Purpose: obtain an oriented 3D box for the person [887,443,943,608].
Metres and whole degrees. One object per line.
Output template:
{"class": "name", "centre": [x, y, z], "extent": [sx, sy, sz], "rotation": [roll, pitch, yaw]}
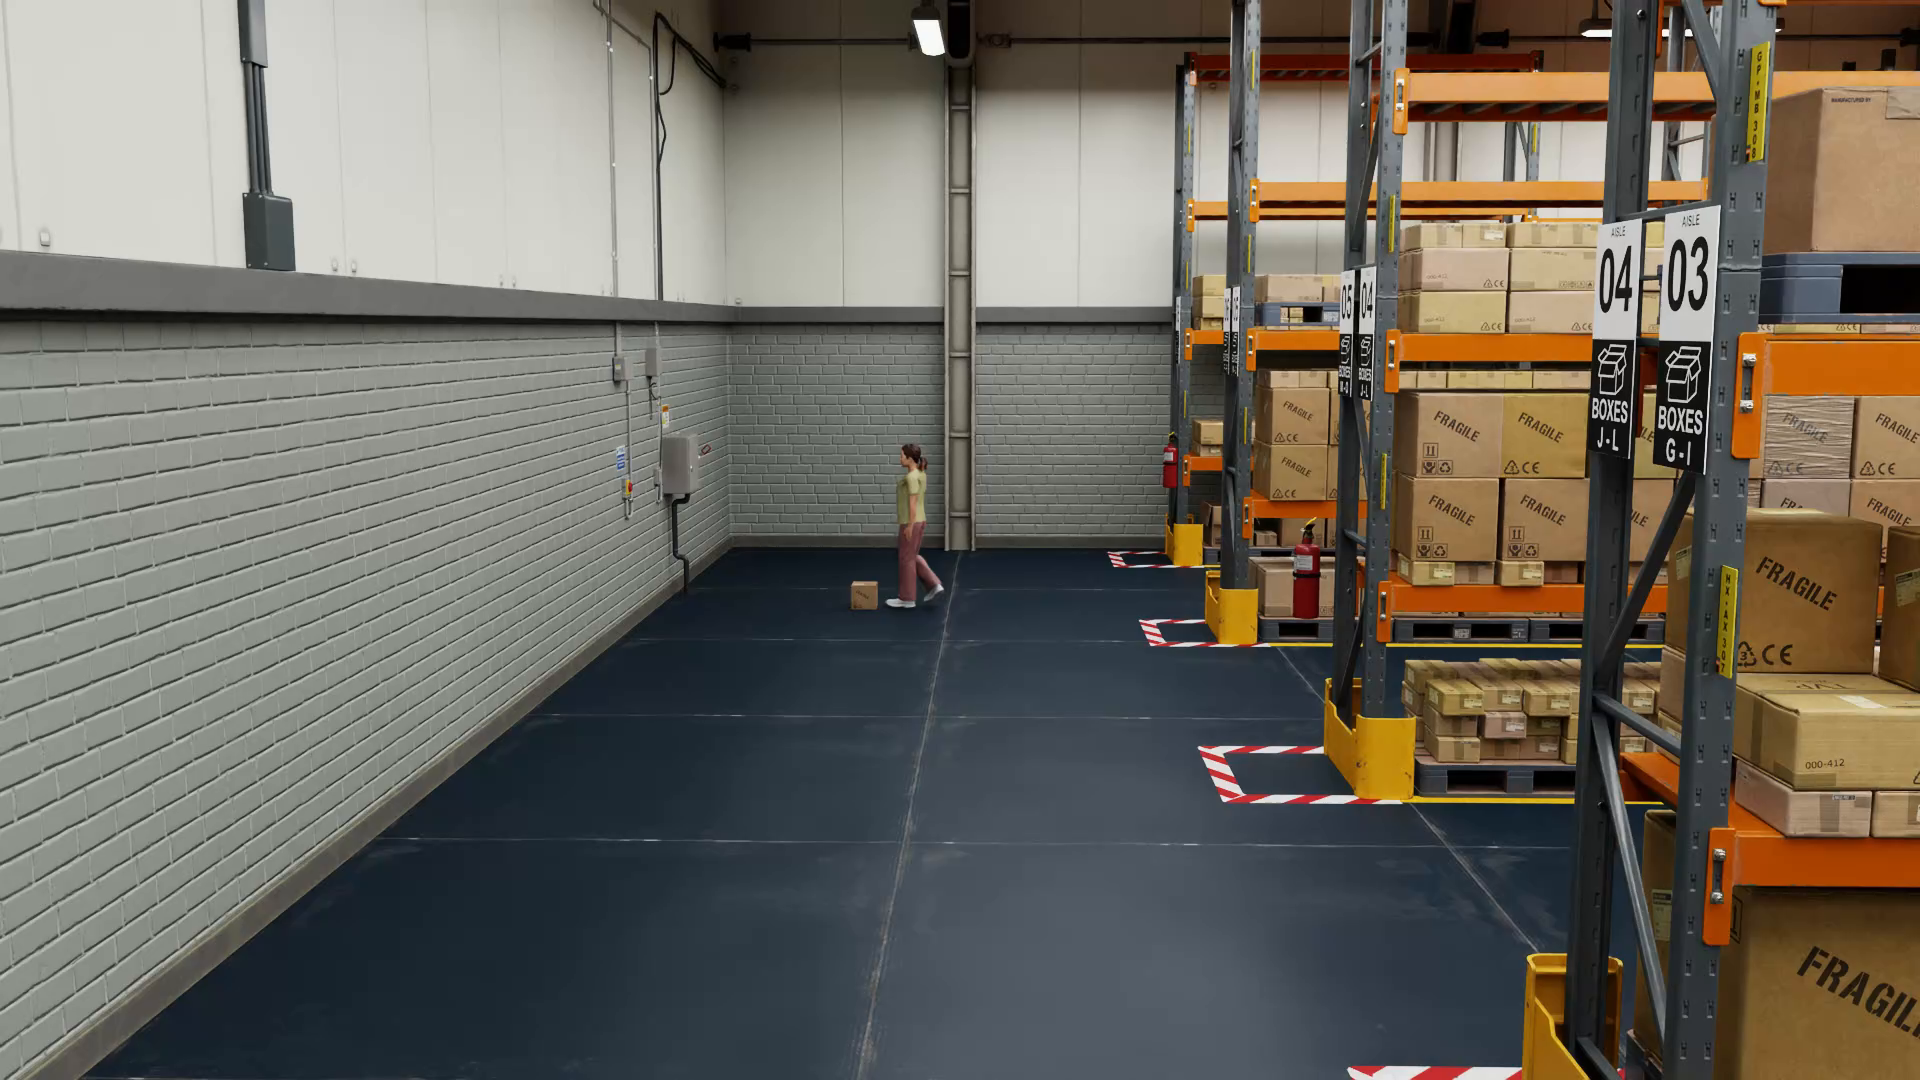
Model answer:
{"class": "person", "centre": [-0.462, -0.150, 16.850], "extent": [0.570, 1.672, 0.455], "rotation": [2, 8, 13]}
